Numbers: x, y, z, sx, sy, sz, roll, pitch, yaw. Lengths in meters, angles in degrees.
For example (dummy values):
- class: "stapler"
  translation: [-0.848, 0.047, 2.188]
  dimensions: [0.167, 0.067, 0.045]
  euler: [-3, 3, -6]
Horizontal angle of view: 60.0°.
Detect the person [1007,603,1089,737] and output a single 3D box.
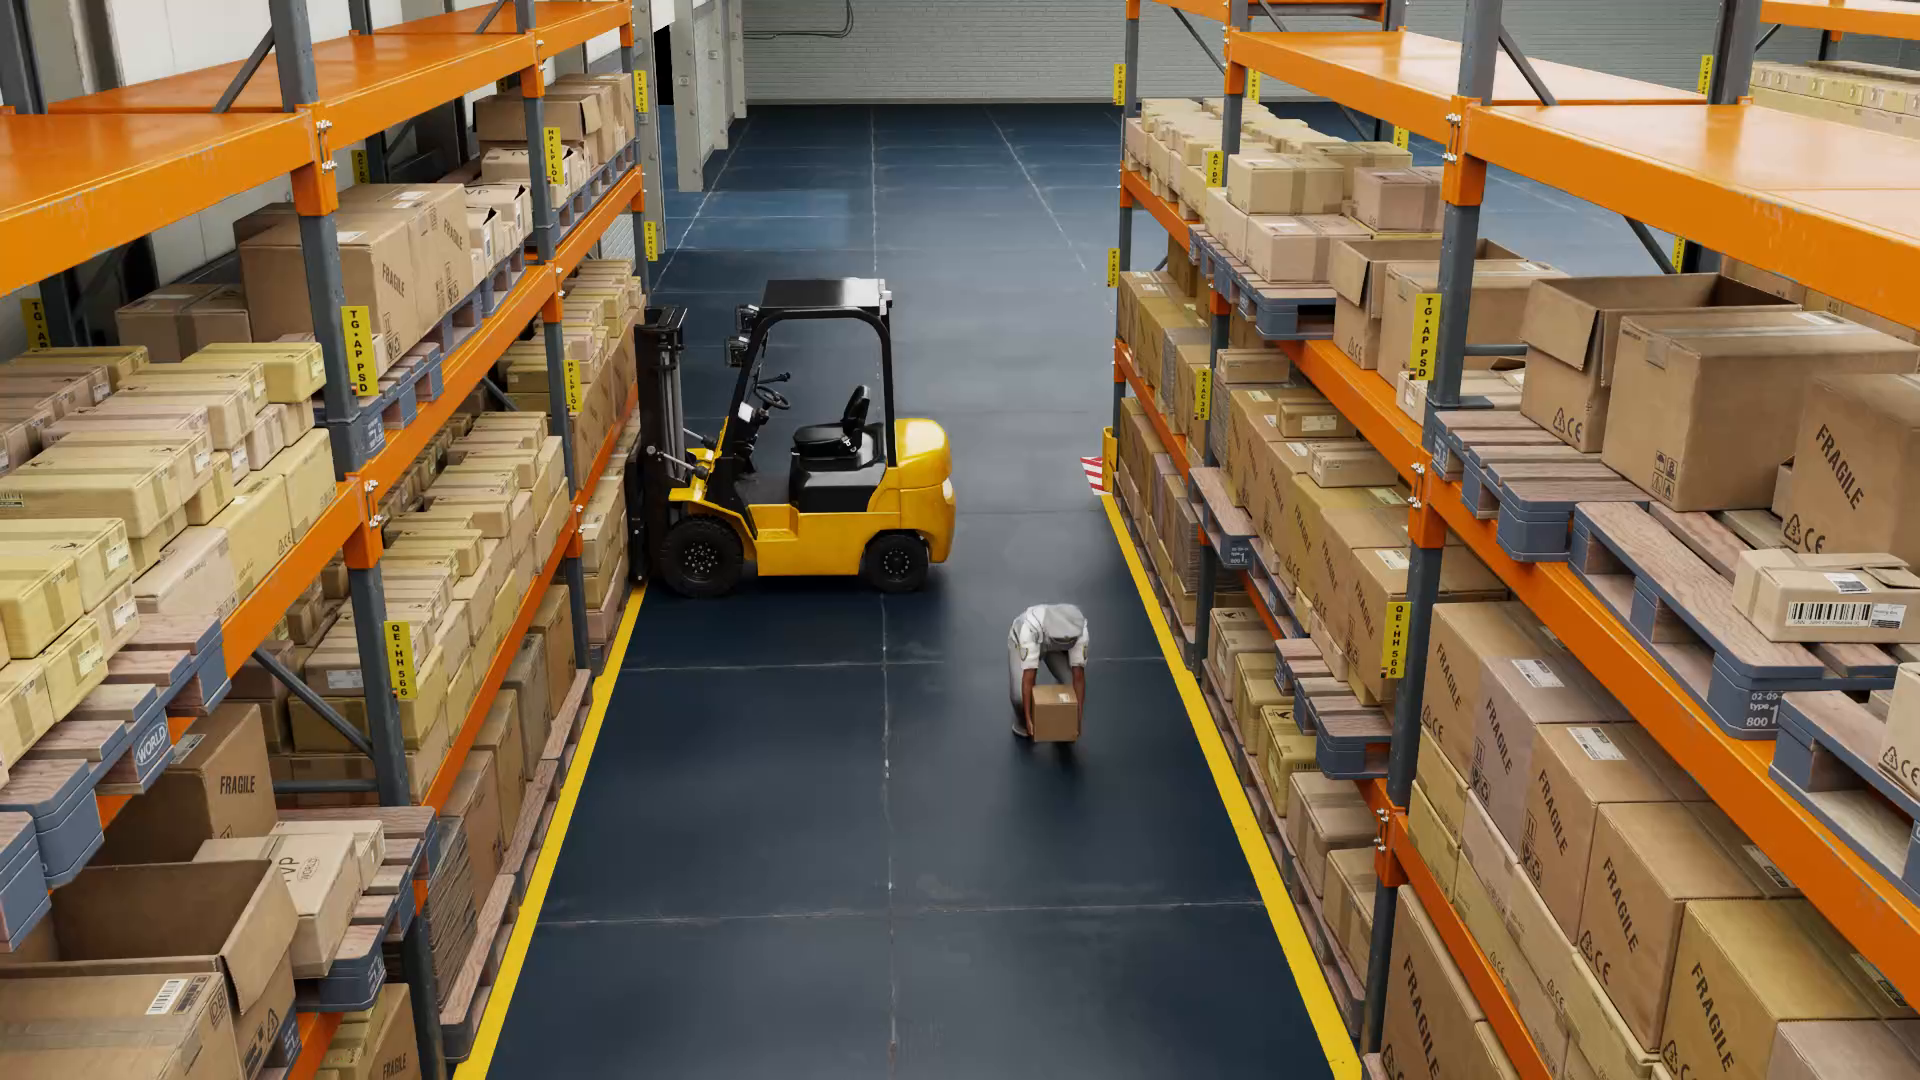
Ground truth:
- class: "person"
  translation: [0.529, 0.754, 10.050]
  dimensions: [0.459, 0.985, 0.859]
  euler: [-2, 21, -4]
